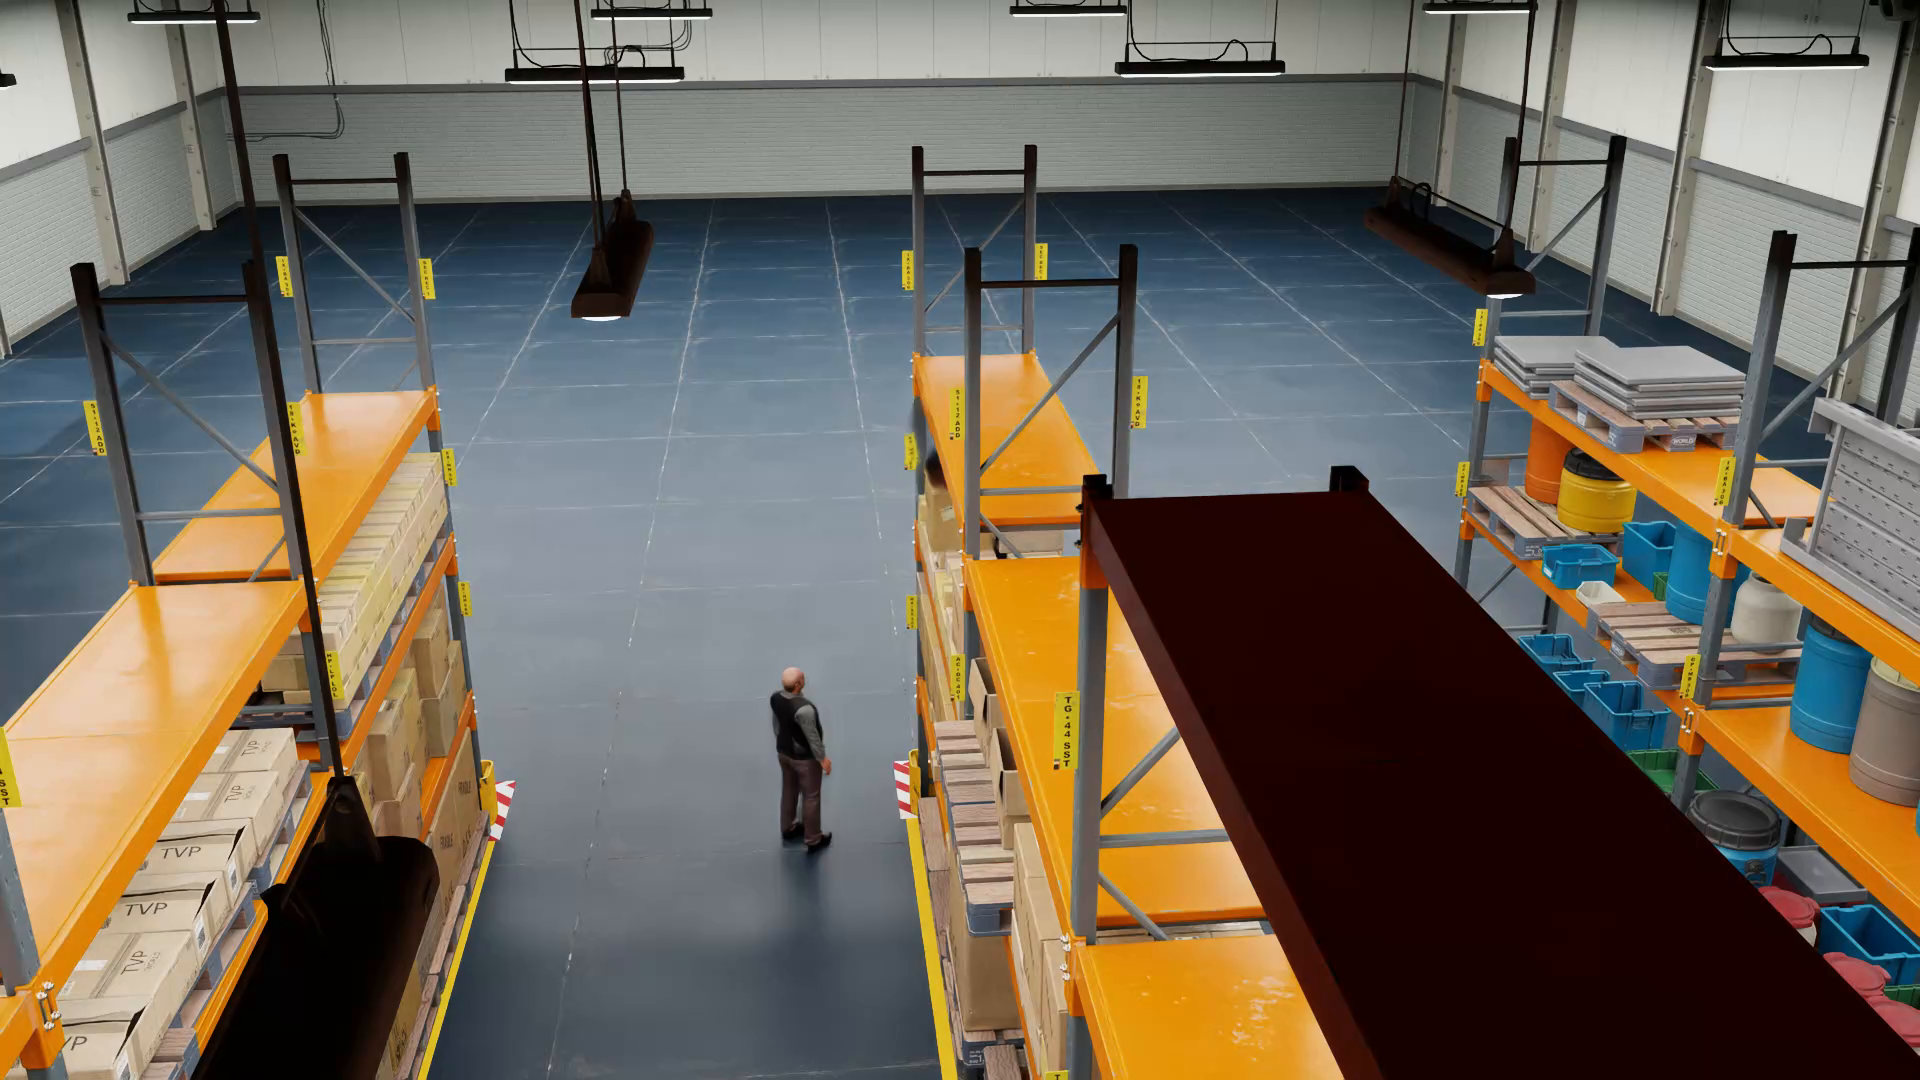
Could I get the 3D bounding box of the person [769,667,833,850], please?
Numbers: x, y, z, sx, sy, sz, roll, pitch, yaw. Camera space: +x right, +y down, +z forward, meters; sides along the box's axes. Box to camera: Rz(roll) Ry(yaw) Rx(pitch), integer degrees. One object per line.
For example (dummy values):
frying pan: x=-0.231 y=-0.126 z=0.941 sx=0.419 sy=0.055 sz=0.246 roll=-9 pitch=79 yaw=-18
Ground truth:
person: x=-1.386 y=1.875 z=14.547 sx=0.581 sy=1.722 sz=0.397 roll=17 pitch=27 yaw=37
